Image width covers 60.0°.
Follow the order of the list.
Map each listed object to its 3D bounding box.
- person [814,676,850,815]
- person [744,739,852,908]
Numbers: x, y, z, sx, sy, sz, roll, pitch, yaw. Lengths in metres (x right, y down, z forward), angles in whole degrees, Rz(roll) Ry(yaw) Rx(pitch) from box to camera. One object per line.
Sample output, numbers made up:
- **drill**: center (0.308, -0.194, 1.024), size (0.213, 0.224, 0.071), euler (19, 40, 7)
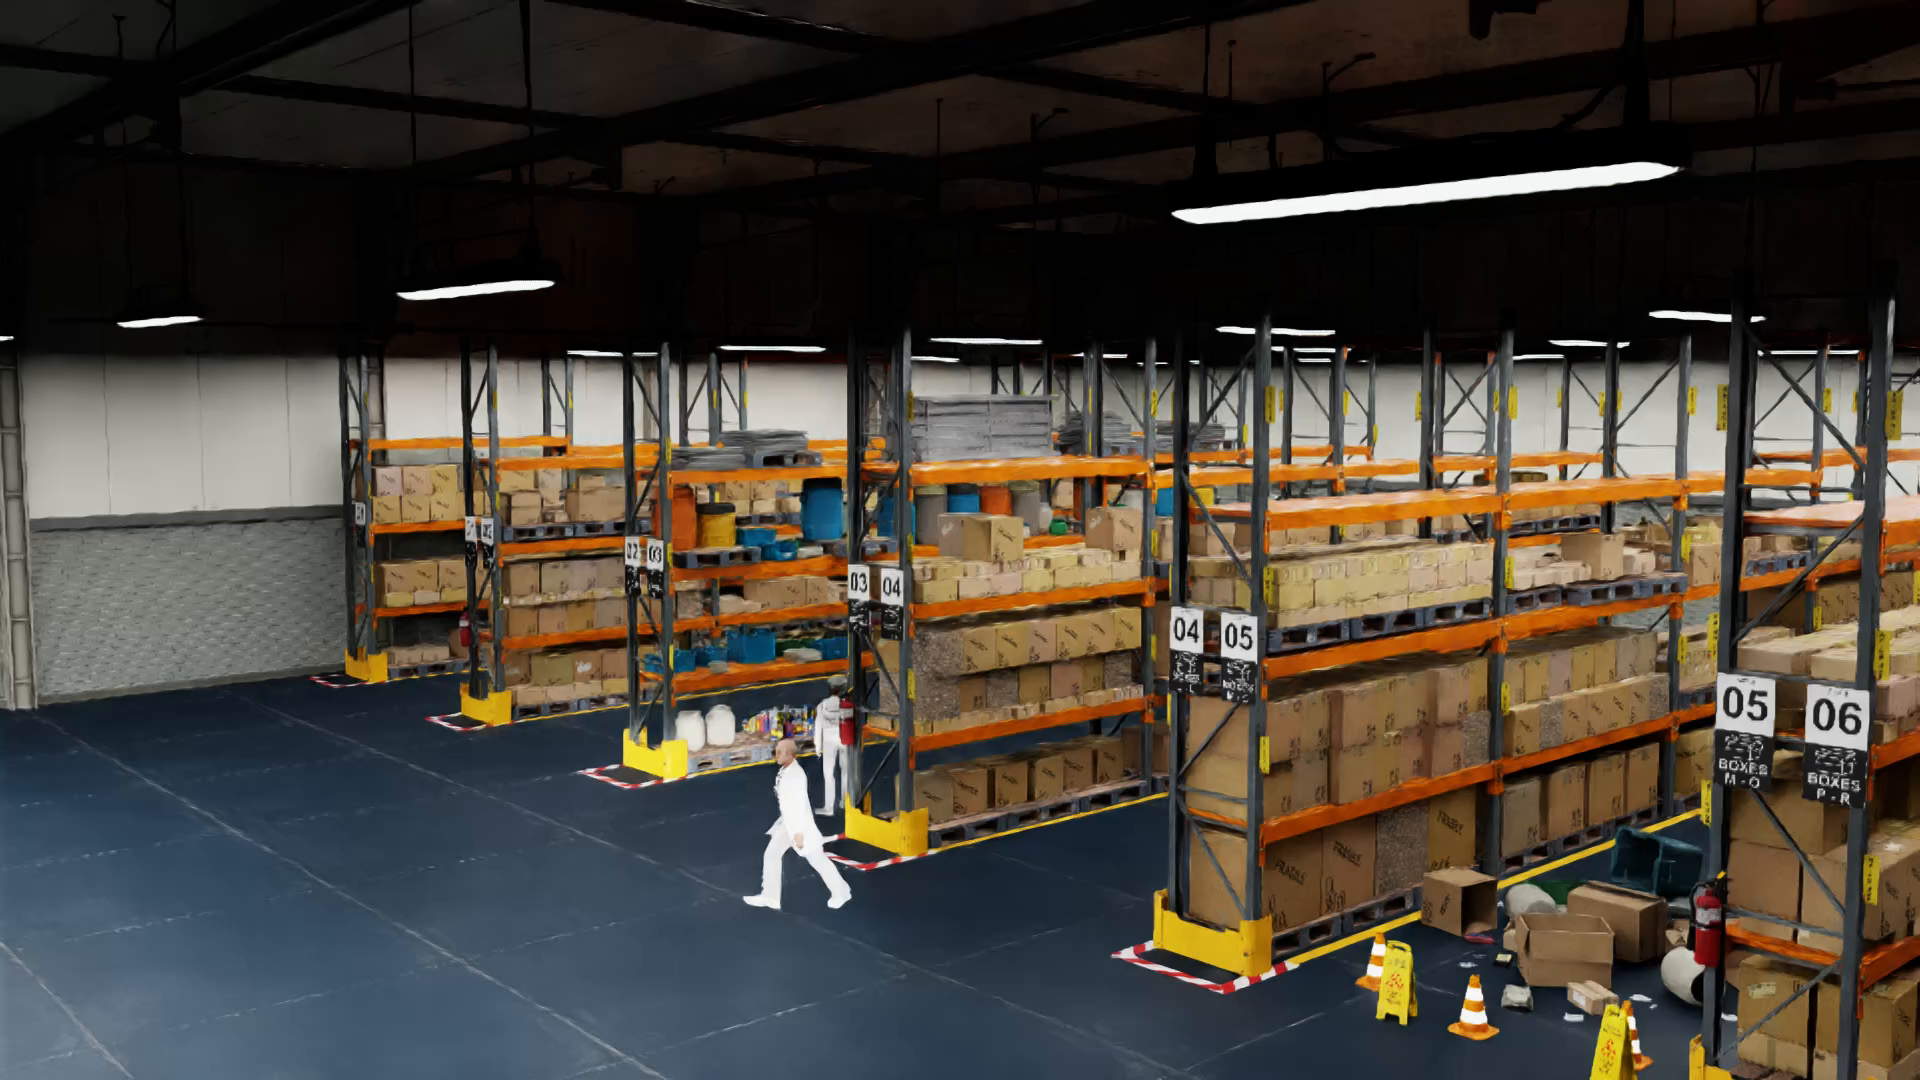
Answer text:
- **person**: center (-1.502, 2.498, 20.365), size (0.573, 1.665, 0.544), euler (-1, 5, -10)
- **person**: center (-1.604, 2.879, 16.563), size (1.044, 1.620, 0.634), euler (-2, 6, -21)
